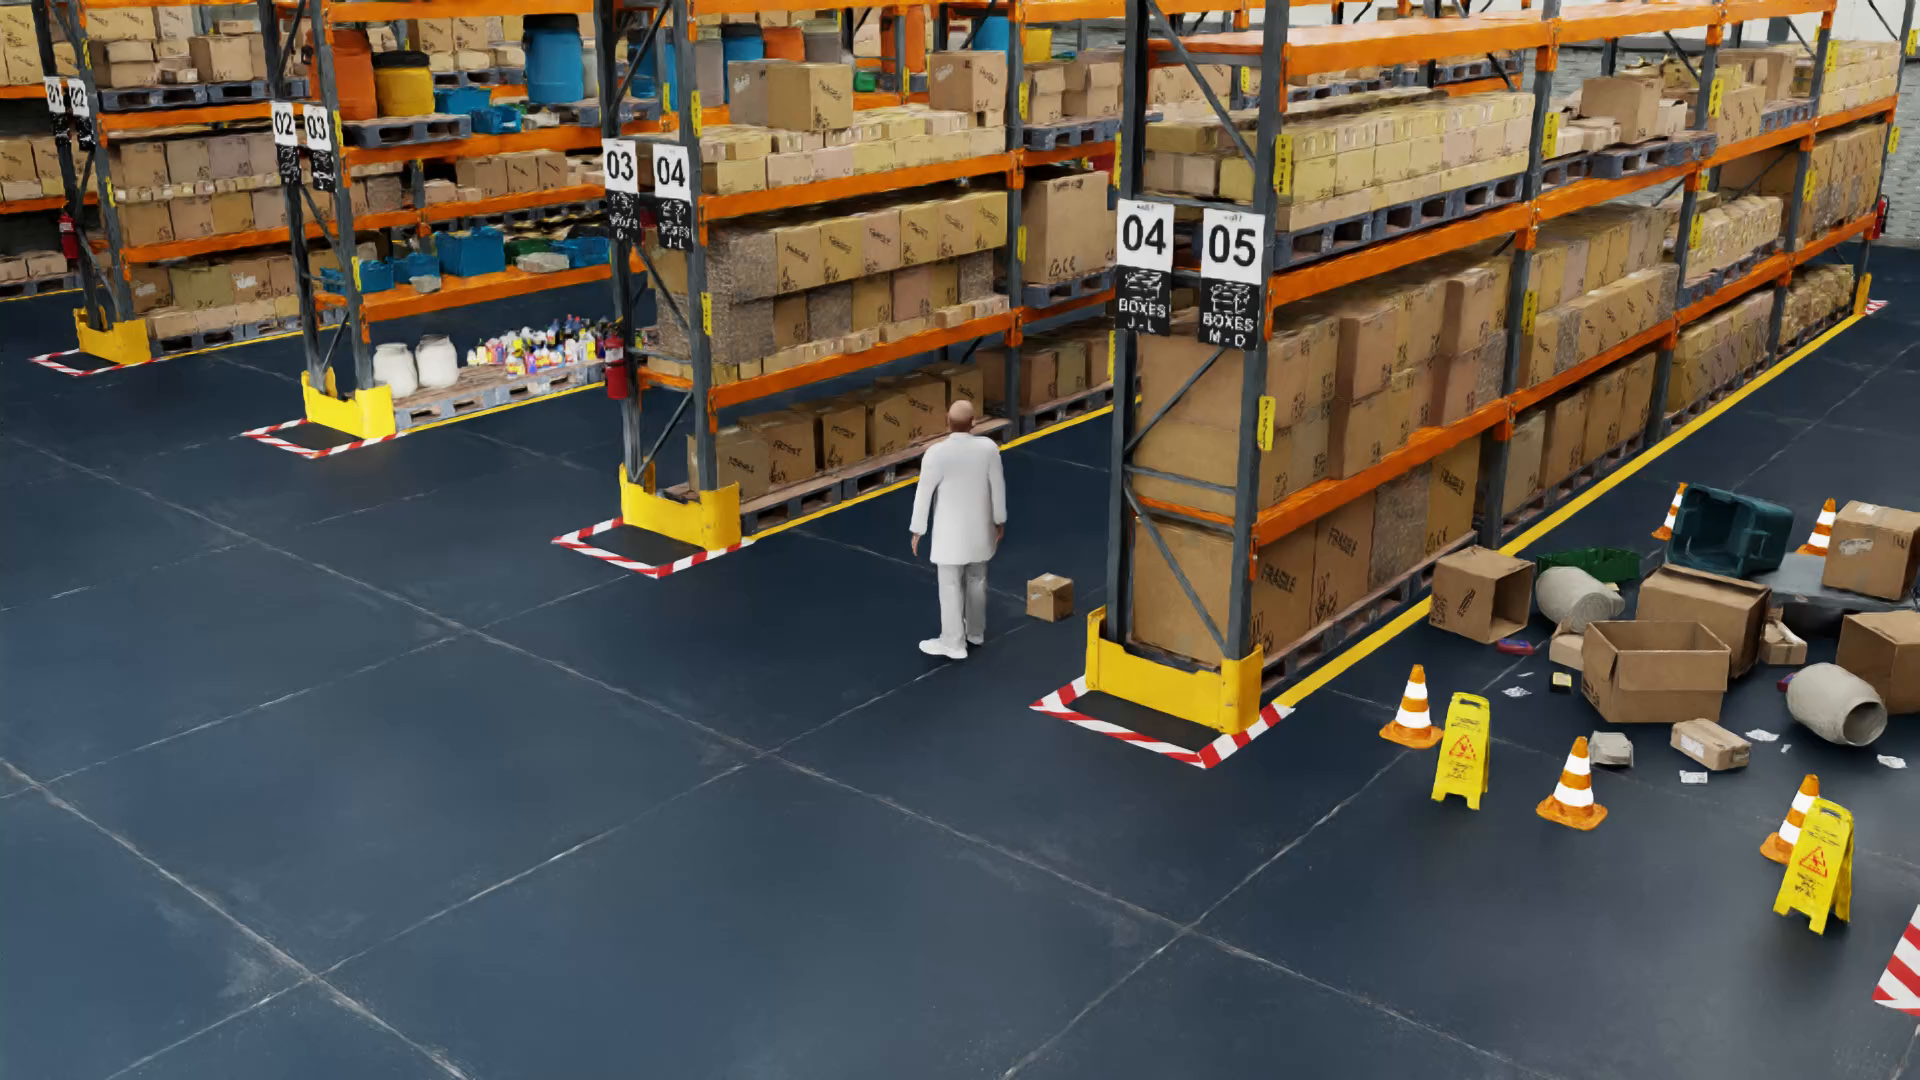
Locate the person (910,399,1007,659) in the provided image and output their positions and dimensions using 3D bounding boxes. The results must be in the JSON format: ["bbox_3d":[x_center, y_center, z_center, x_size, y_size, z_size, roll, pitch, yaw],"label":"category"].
[{"bbox_3d":[-0.036,-0.109,11.319,0.686,1.783,0.566,-7,21,-20],"label":"person"}]
